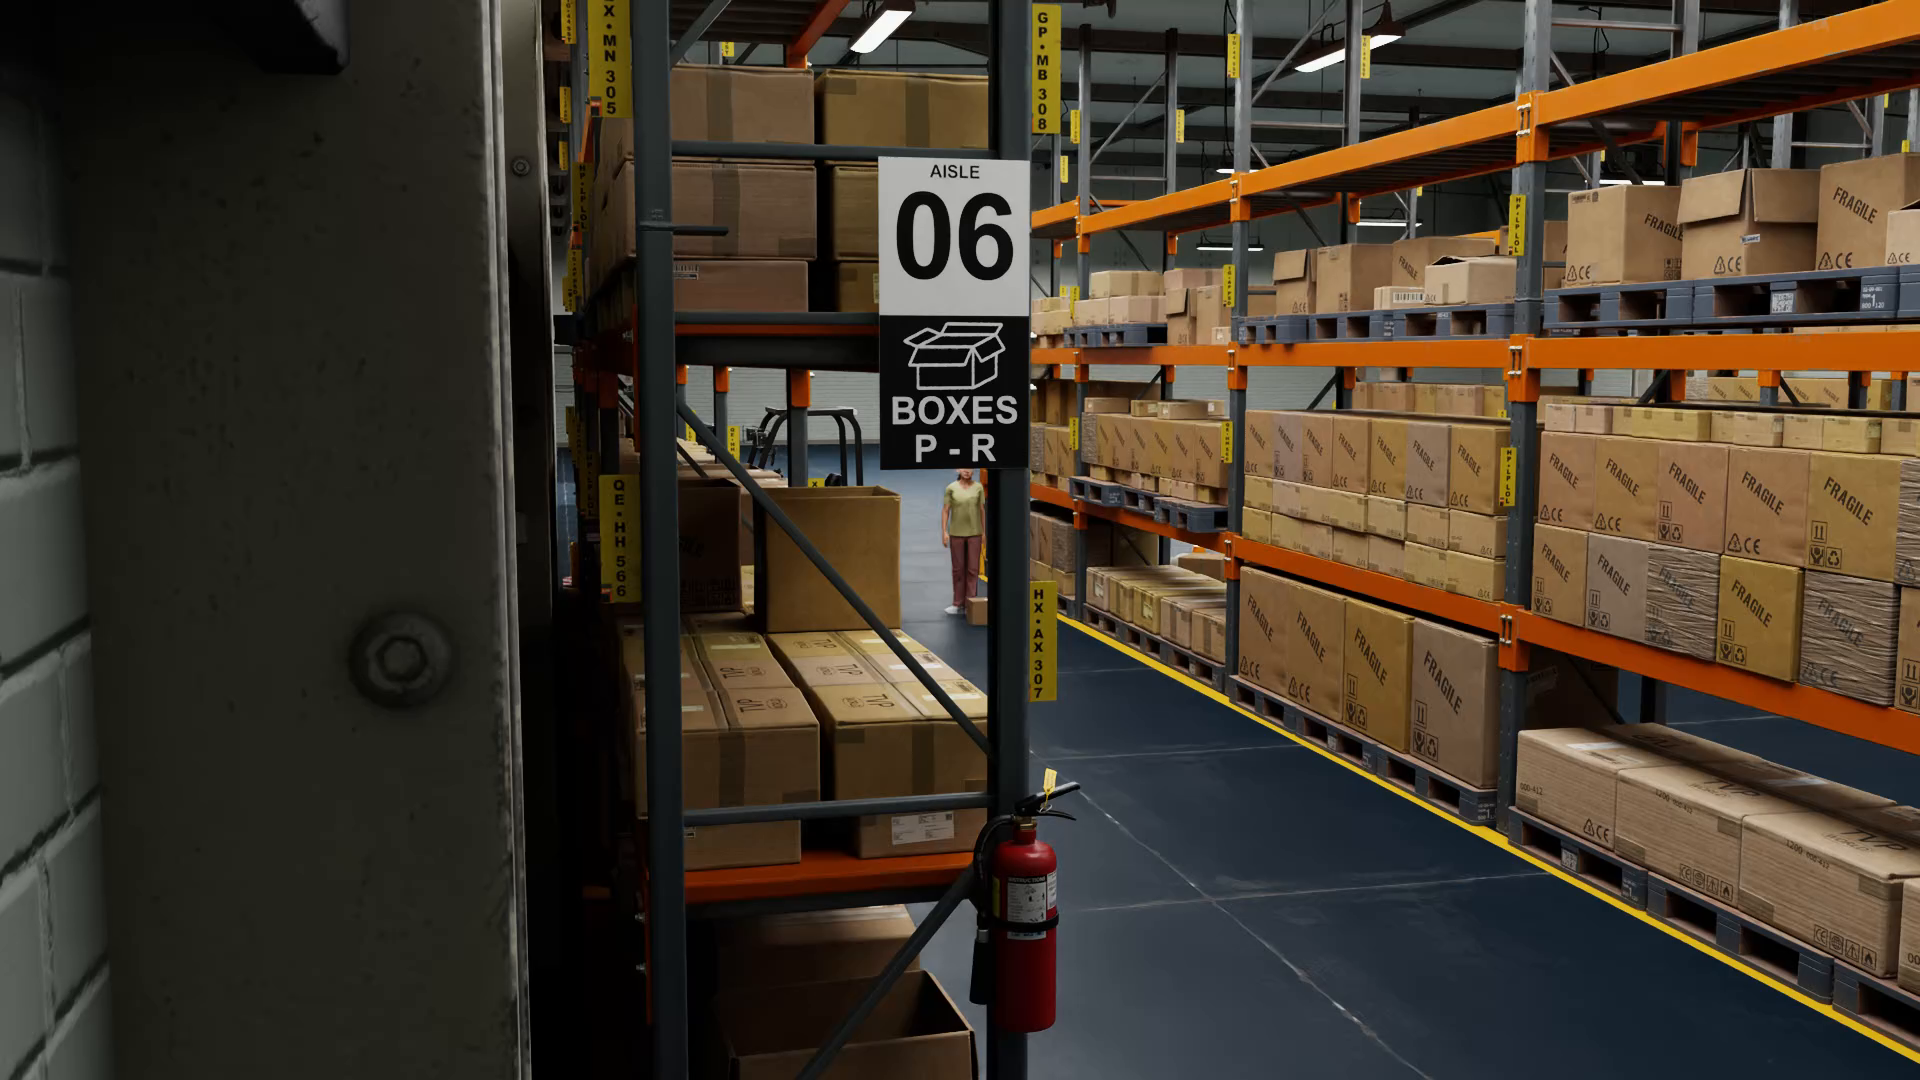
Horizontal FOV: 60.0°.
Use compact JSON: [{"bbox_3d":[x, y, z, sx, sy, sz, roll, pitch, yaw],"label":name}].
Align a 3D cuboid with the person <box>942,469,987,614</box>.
[{"bbox_3d":[0.048,-0.043,17.419,0.481,1.672,0.396,0,6,-3],"label":"person"}]
